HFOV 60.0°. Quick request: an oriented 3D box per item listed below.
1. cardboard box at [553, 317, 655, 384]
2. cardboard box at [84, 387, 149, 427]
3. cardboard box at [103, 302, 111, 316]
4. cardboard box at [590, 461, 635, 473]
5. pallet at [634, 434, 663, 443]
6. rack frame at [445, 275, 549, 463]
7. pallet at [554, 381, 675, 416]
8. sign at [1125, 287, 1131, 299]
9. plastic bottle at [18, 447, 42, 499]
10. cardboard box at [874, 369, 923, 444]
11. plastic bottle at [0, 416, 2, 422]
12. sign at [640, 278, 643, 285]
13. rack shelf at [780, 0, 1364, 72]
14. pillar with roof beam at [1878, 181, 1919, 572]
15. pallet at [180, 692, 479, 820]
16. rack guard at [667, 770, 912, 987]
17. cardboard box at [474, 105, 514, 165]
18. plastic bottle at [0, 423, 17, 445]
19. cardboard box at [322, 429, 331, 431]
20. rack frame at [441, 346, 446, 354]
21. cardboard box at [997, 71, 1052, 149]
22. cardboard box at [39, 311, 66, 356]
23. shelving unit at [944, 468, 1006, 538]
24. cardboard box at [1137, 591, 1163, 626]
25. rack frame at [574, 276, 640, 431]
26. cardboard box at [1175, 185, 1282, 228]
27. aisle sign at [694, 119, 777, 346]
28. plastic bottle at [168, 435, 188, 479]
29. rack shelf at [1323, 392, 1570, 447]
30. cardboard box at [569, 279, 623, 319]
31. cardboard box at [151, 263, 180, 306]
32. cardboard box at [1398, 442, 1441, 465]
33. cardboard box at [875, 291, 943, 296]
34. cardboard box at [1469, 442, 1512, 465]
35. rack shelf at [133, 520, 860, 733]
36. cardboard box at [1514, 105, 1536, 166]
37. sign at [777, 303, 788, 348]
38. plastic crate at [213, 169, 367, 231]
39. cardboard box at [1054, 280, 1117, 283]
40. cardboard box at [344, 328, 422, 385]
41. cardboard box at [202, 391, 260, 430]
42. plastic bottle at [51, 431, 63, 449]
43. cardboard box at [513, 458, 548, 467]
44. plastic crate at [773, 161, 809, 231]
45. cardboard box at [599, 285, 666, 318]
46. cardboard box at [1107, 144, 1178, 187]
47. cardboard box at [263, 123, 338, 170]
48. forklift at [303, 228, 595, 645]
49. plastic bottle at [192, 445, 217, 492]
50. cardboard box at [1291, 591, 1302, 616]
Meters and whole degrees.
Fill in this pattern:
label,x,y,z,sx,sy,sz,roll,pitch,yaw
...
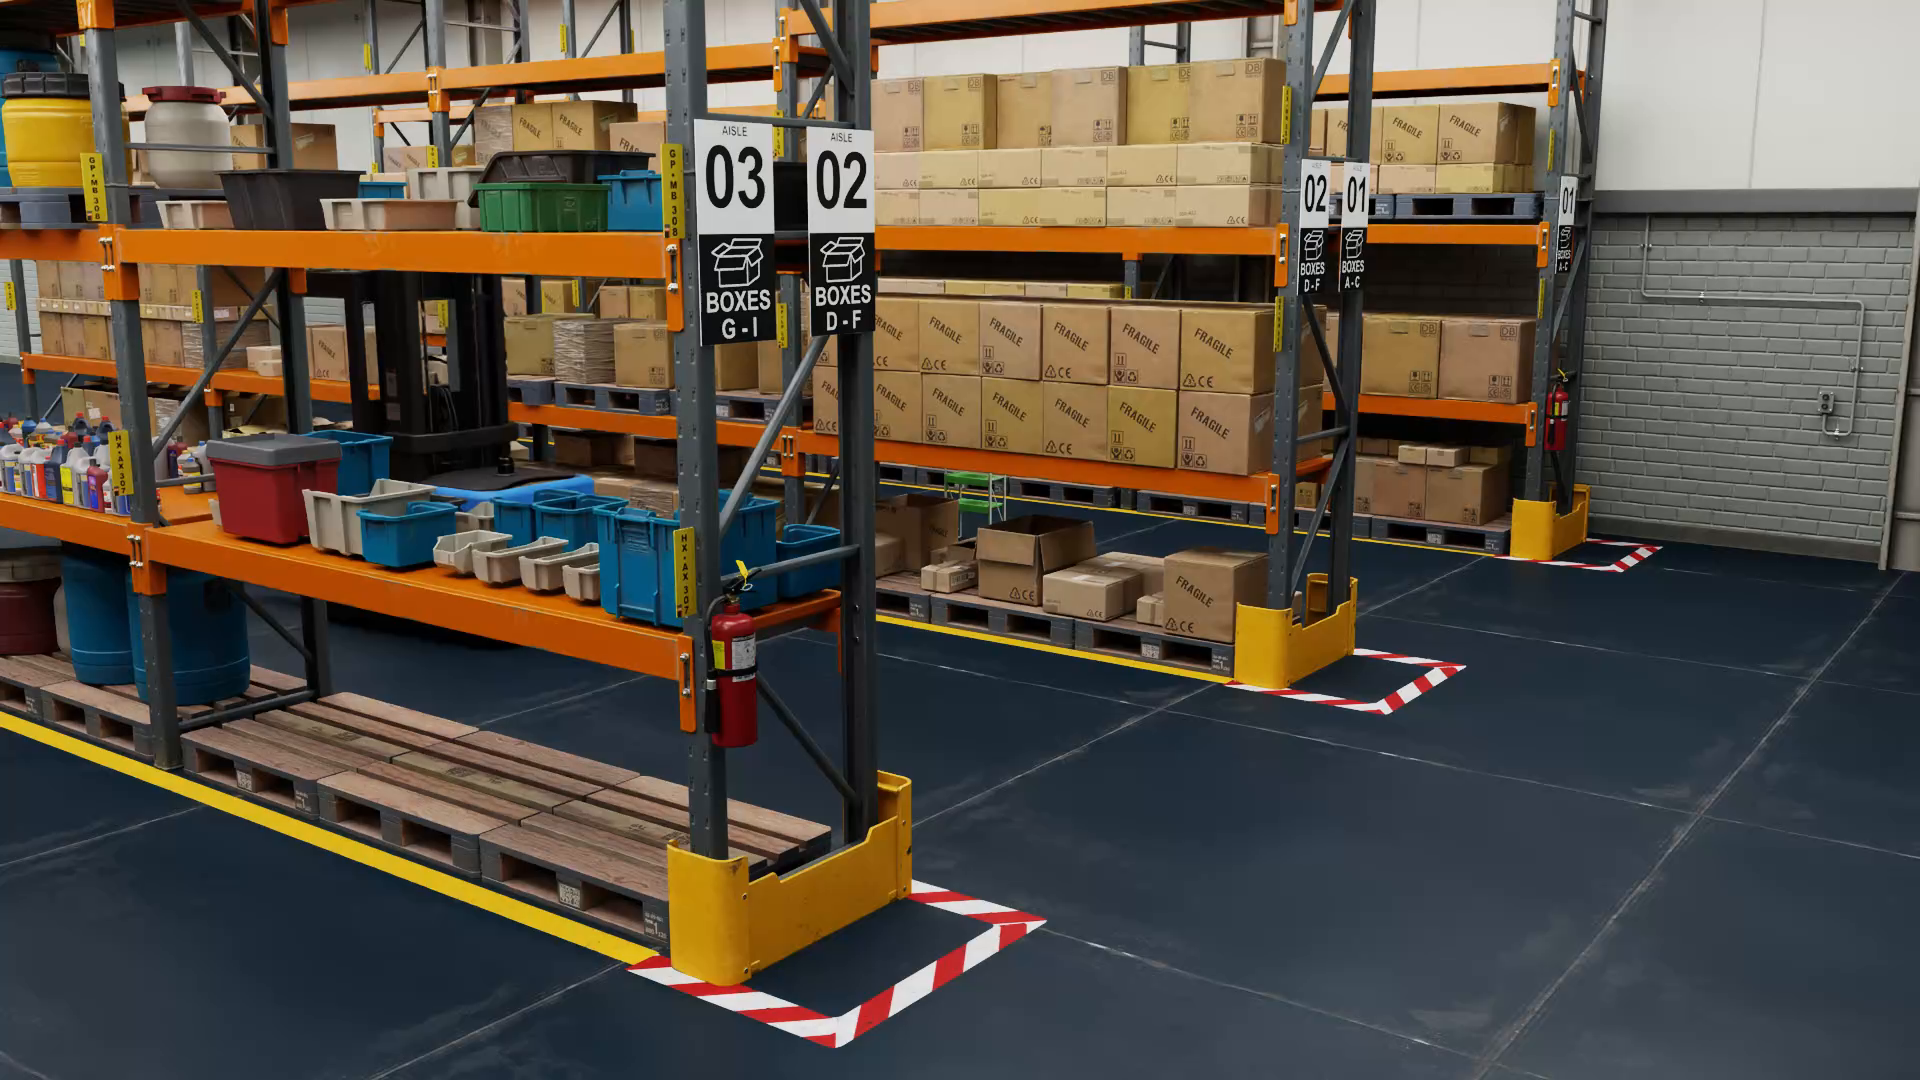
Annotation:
label,x,y,z,sx,sy,sz,roll,pitch,yaw
cardboard box,-3.008,-1.614,14.105,0.700,0.500,0.500,-10,15,-42
cardboard box,-9.539,-1.463,18.856,0.500,0.500,0.500,8,13,36
cardboard box,-9.227,-2.561,18.399,0.250,0.149,0.380,8,14,36
cardboard box,-2.896,-0.405,14.651,0.500,0.500,0.500,7,13,34
pallet,-3.873,-1.296,21.174,1.213,0.211,1.003,8,13,36
rack frame,-4.206,-1.544,15.114,0.127,3.000,1.000,8,13,36
pallet,-2.636,-1.232,14.005,1.213,0.211,1.003,8,13,36
sign,1.634,-2.299,16.174,0.005,0.325,0.100,8,13,36
plastic bottle,-5.235,-0.383,9.440,0.135,0.276,0.152,8,13,36
cardboard box,-0.318,-0.987,11.973,0.500,0.500,0.500,8,14,37
plastic bottle,-6.562,-0.749,11.310,0.133,0.283,0.061,8,13,36
sign,-4.175,-3.406,21.692,0.005,0.325,0.100,8,13,36
rack shelf,0.630,-3.460,11.126,4.000,0.370,1.077,8,13,36
pillar with roof beam,5.311,-3.519,9.526,0.400,9.000,9.100,8,13,36
pallet,-3.301,1.109,8.740,1.213,0.211,1.003,8,13,36
rack guard,-0.666,1.341,6.781,0.348,0.500,1.175,8,13,36
cardboard box,-3.858,-3.507,14.466,0.500,0.500,0.500,8,13,36
plastic bottle,-5.758,-0.528,9.990,0.185,0.351,0.144,8,13,36
cardboard box,-6.426,-0.926,16.574,0.500,0.311,0.500,7,13,34
rack frame,-7.725,-3.202,23.685,0.127,3.000,1.000,8,13,36
cardboard box,0.651,-2.892,11.289,0.500,0.500,0.700,8,13,36
cardboard box,-10.285,-2.438,19.472,0.500,0.500,0.700,8,14,36
shelving unit,0.133,-0.570,14.820,0.503,1.200,0.258,8,13,36
cardboard box,1.385,0.448,11.120,0.250,0.166,0.380,8,13,36
rack frame,-4.501,-2.753,21.360,0.127,3.000,1.000,8,13,36
cardboard box,1.672,-2.061,10.284,0.500,0.250,0.500,8,13,36
aisle sign,-0.808,-1.110,6.026,0.004,0.787,0.394,8,13,36
plastic bottle,-4.676,-0.486,9.949,0.133,0.283,0.061,8,13,36
rack shelf,3.559,-1.275,15.617,4.000,0.370,1.077,8,13,36
cardboard box,-4.756,-3.142,21.740,0.500,0.500,0.500,8,13,34
cardboard box,-8.200,-2.785,17.851,0.500,0.500,0.700,8,13,35
cardboard box,4.130,-0.779,14.929,0.250,0.149,0.380,8,14,37
cardboard box,-0.421,-1.617,12.596,0.500,0.500,0.500,8,14,36
cardboard box,4.767,-0.781,14.936,0.250,0.149,0.380,8,14,36
rack shelf,-2.305,0.242,7.778,4.000,0.370,1.077,8,13,36
cardboard box,4.726,-3.545,14.611,0.500,0.500,0.500,7,13,33
sign,-1.308,-1.577,12.238,0.005,0.325,0.100,8,13,36
plastic crate,-3.078,-1.563,7.660,0.590,0.269,0.497,8,13,36
cardboard box,1.305,-2.576,17.373,0.500,0.250,0.500,8,14,36
cardboard box,-5.568,-1.779,16.066,0.500,0.500,0.500,7,13,33
cardboard box,-8.026,-1.373,18.390,0.500,0.500,0.500,8,13,36
plastic bottle,-5.824,-0.601,10.762,0.097,0.201,0.097,0,11,0
cardboard box,-4.008,-0.438,14.819,0.500,0.500,0.500,9,14,38
plastic crate,-0.838,-1.381,6.719,0.590,0.269,0.497,8,13,36
cardboard box,-4.111,-2.955,20.986,0.500,0.500,0.700,8,14,36
cardboard box,1.274,-2.364,10.534,0.500,0.250,0.500,8,13,36
cardboard box,-6.484,-3.831,16.354,0.500,0.500,0.500,10,15,41
forklift,-4.077,-0.921,12.072,3.031,2.935,1.130,7,13,33
plastic bottle,-4.360,-0.427,9.666,0.135,0.276,0.152,8,13,36
cardboard box,2.108,0.439,11.209,0.250,0.149,0.380,8,13,36
